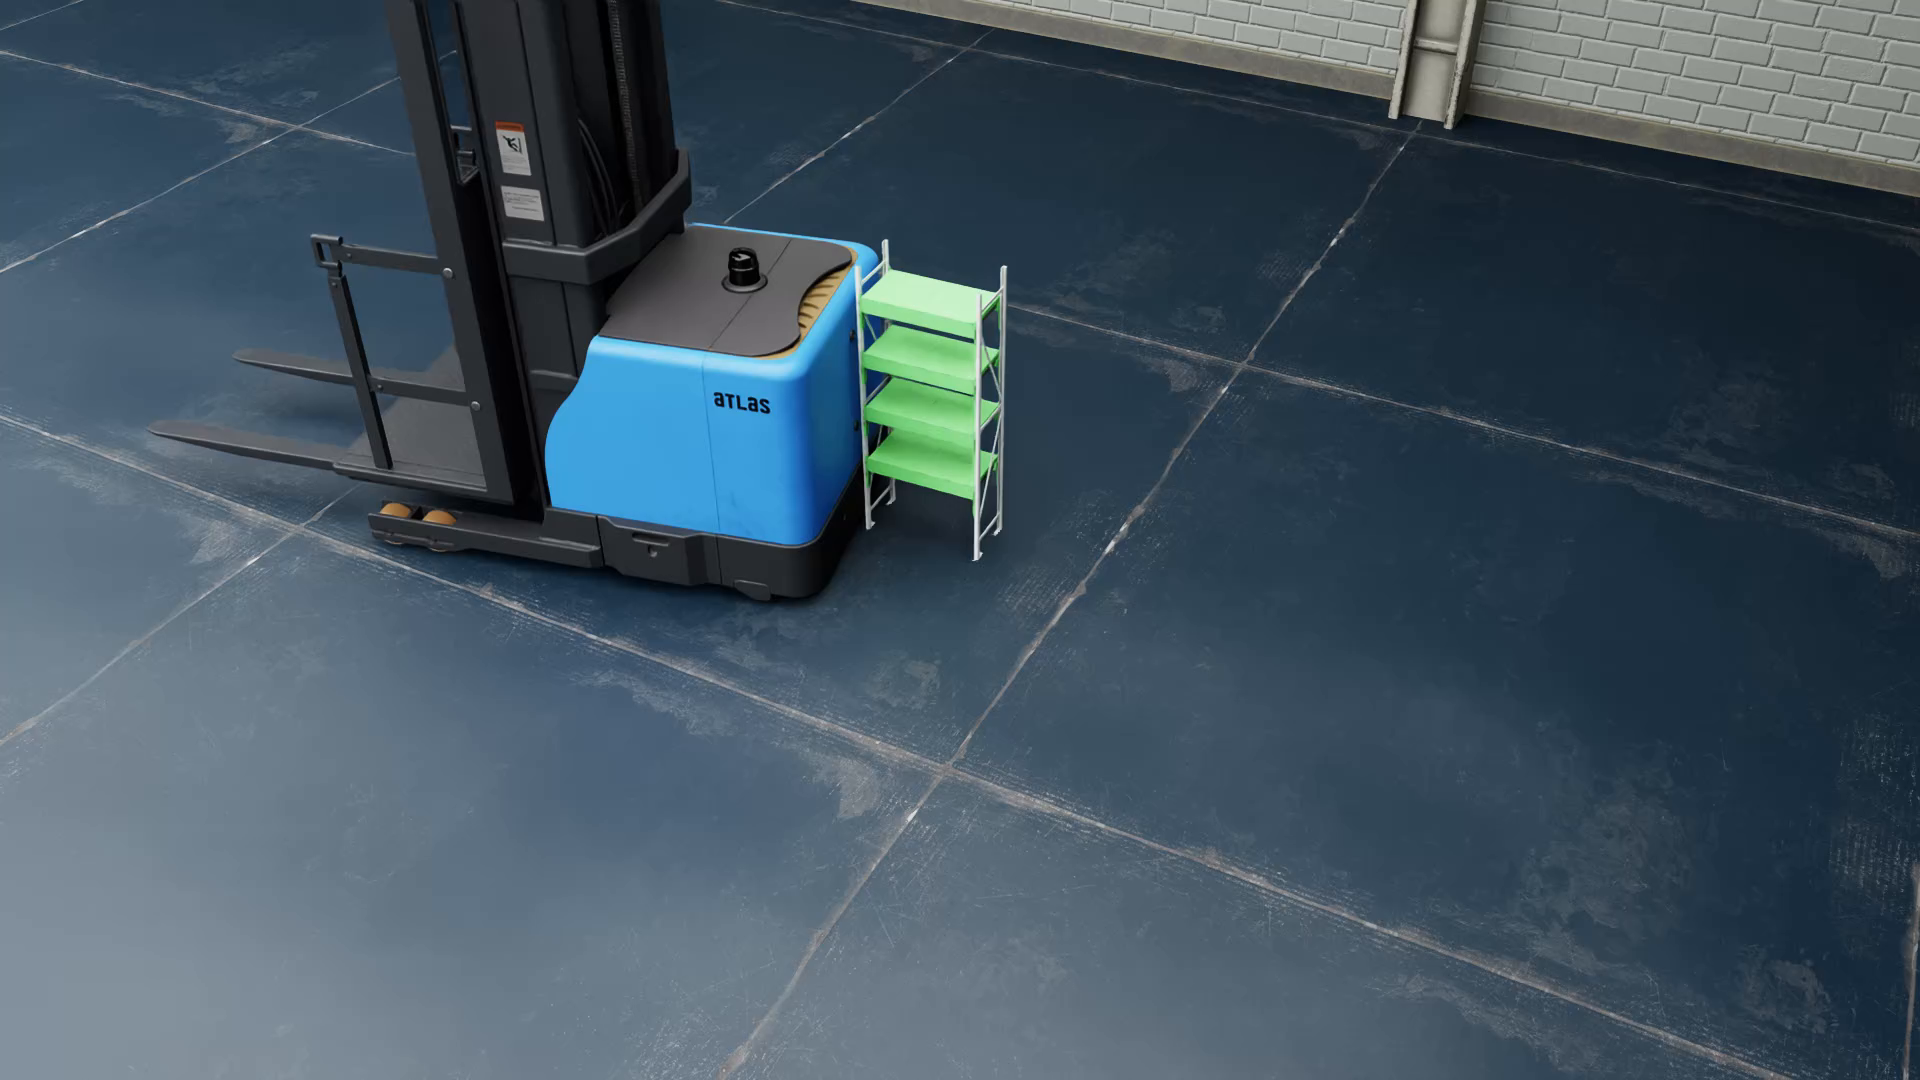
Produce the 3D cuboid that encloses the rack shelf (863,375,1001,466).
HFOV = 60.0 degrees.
[{"bbox_3d":[-0.107,-0.471,6.484,0.480,0.148,0.258,16,40,20],"label":"rack shelf"}]

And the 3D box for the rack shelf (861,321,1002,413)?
[{"bbox_3d":[-0.107,-0.662,6.339,0.480,0.148,0.258,16,40,20],"label":"rack shelf"}]

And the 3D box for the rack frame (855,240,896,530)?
[{"bbox_3d":[-0.327,-0.585,6.528,0.015,1.200,0.240,16,40,20],"label":"rack frame"}]

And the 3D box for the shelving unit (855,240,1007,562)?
[{"bbox_3d":[-0.107,-0.522,6.445,0.503,1.200,0.258,16,40,20],"label":"shelving unit"}]

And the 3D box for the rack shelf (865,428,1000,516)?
[{"bbox_3d":[-0.107,-0.280,6.629,0.480,0.148,0.258,16,40,20],"label":"rack shelf"}]

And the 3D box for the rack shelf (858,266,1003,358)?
[{"bbox_3d":[-0.107,-0.853,6.194,0.480,0.148,0.258,16,40,20],"label":"rack shelf"}]

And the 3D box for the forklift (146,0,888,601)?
[{"bbox_3d":[-1.878,-1.417,6.192,3.031,2.935,1.130,9,38,12],"label":"forklift"}]

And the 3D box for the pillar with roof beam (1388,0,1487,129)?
[{"bbox_3d":[0.879,-3.880,4.418,0.400,9.000,9.100,17,41,21],"label":"pillar with roof beam"}]

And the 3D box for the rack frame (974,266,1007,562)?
[{"bbox_3d":[0.114,-0.459,6.363,0.015,1.200,0.240,16,40,20],"label":"rack frame"}]
